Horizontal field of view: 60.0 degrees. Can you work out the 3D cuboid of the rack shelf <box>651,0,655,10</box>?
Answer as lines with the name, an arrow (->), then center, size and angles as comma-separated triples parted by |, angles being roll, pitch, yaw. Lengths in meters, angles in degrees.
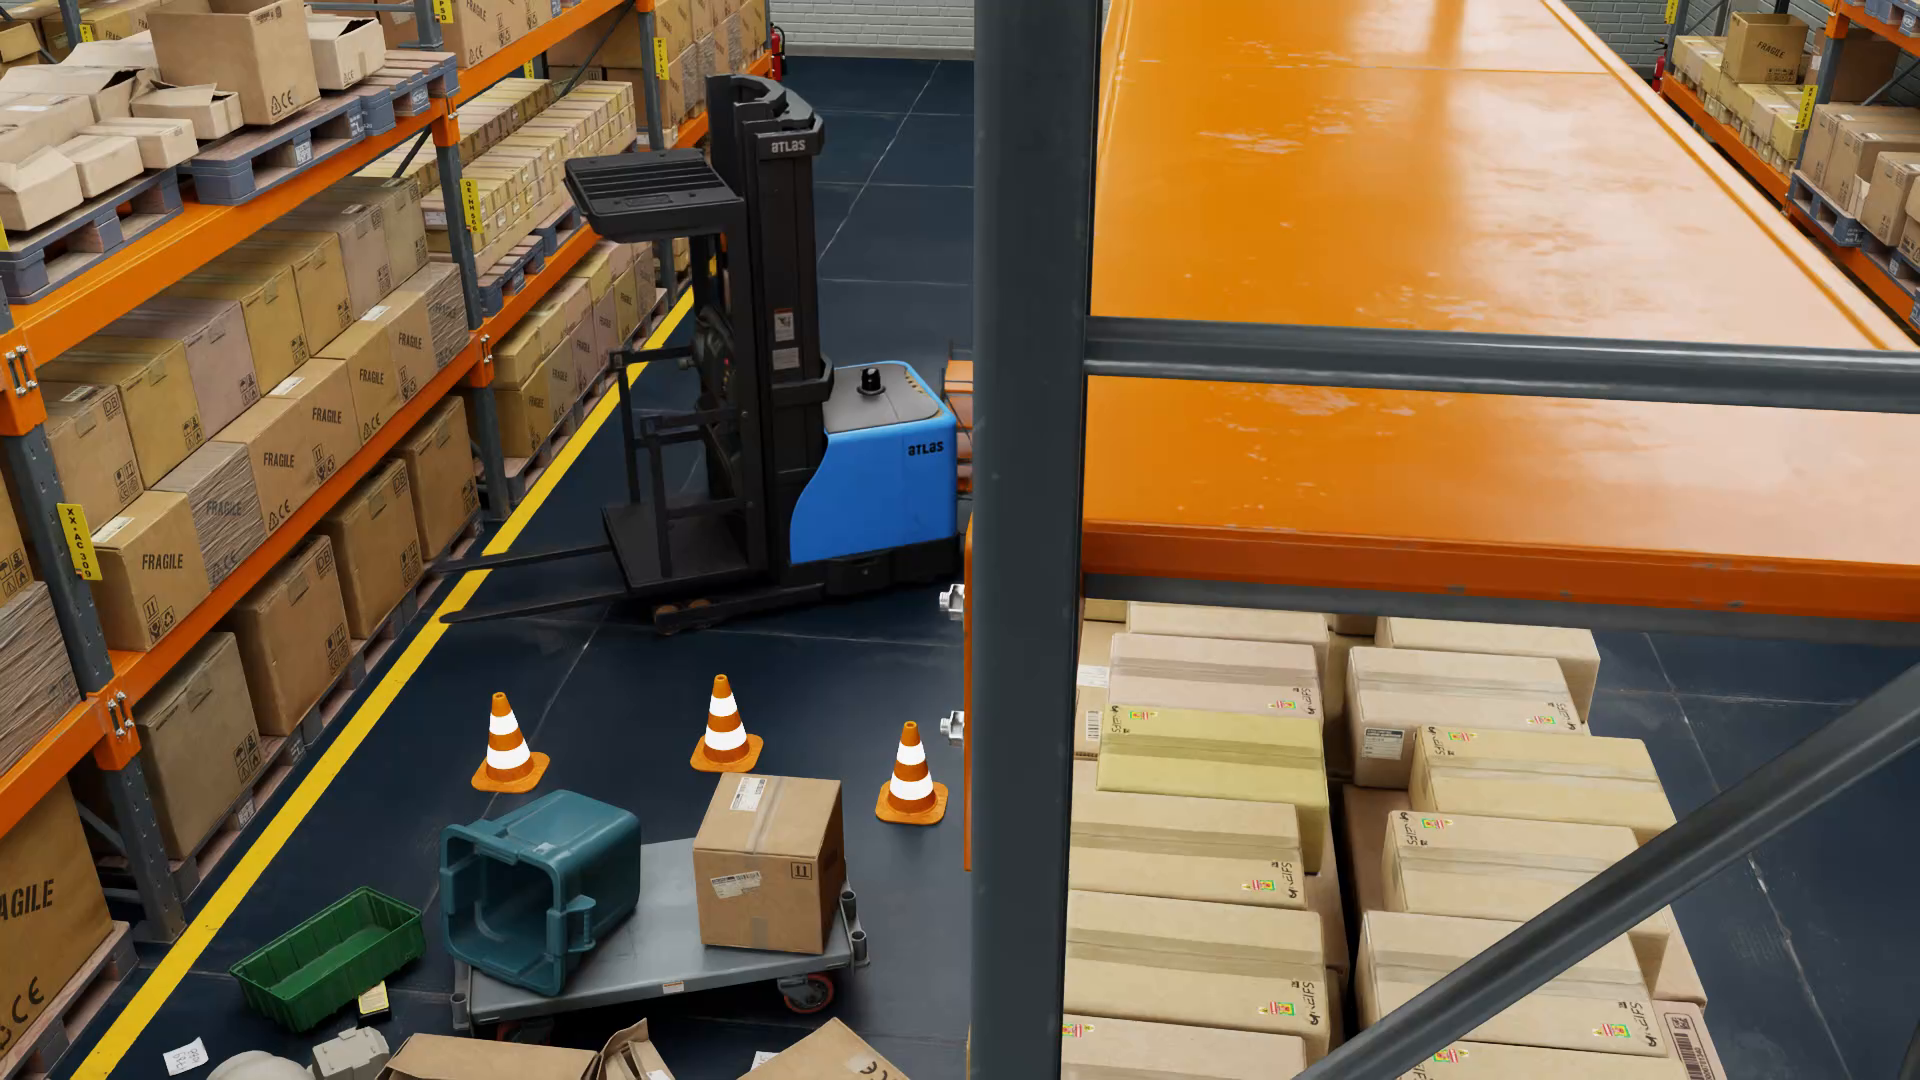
rack shelf -> -2.697, -5.318, 14.846 | 1.077, 0.370, 4.000 | 3, 28, 6

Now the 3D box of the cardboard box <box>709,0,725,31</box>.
cardboard box -> -2.439, -4.907, 15.015 | 0.500, 0.500, 0.500 | 2, 28, 4

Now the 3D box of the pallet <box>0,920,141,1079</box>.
pallet -> -4.093, 1.975, 6.654 | 1.003, 0.211, 1.213 | 3, 28, 6

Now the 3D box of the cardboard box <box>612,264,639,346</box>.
cardboard box -> -2.846, -1.852, 13.010 | 0.500, 0.500, 0.500 | 3, 28, 5

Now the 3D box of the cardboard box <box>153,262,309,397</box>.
cardboard box -> -3.680, -1.042, 8.155 | 0.700, 0.500, 0.500 | 3, 28, 6

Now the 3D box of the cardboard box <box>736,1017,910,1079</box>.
cardboard box -> -0.479, 2.158, 6.006 | 0.500, 0.500, 0.500 | -24, 36, -37

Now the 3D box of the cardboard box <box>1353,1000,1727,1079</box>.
cardboard box -> 0.839, 0.910, 2.373 | 0.500, 0.250, 0.500 | 3, 28, 5

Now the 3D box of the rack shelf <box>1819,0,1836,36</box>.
rack shelf -> 7.155, -4.791, 13.868 | 1.077, 0.370, 4.000 | 3, 28, 6

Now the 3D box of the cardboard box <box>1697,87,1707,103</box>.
cardboard box -> 7.013, -4.115, 15.283 | 0.380, 0.149, 0.250 | 4, 29, 8

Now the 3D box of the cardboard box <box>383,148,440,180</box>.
cardboard box -> -3.697, -2.563, 11.332 | 0.380, 0.149, 0.250 | 3, 28, 6

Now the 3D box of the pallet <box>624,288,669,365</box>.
pallet -> -3.036, -1.778, 13.620 | 1.003, 0.211, 1.213 | 3, 28, 6

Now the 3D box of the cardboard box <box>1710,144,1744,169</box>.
cardboard box -> 7.231, -3.532, 16.124 | 0.797, 0.503, 0.637 | 2, 28, 4

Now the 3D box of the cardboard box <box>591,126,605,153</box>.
cardboard box -> -2.888, -3.009, 12.473 | 0.380, 0.149, 0.250 | 2, 28, 5

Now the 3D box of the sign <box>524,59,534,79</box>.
sign -> -3.481, -3.781, 13.485 | 0.100, 0.325, 0.005 | 3, 28, 6

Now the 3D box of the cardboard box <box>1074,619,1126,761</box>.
cardboard box -> 0.430, 0.393, 3.331 | 0.500, 0.250, 0.500 | 4, 29, 8

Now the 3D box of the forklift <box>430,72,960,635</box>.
forklift -> -1.576, -1.030, 9.364 | 3.031, 2.935, 1.130 | -10, 30, -17

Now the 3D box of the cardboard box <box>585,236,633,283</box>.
cardboard box -> -2.858, -2.180, 12.829 | 0.500, 0.250, 0.500 | 5, 29, 9

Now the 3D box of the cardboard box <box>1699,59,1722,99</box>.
cardboard box -> 6.957, -4.119, 14.870 | 0.500, 0.250, 0.500 | 3, 28, 5

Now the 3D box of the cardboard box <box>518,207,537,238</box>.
cardboard box -> -3.080, -2.143, 11.179 | 0.380, 0.149, 0.250 | 5, 29, 9

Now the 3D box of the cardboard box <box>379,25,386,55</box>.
cardboard box -> -3.287, -2.641, 8.818 | 0.380, 0.166, 0.250 | 3, 28, 6

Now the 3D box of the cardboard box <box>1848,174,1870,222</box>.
cardboard box -> 6.359, -2.339, 11.421 | 0.396, 0.266, 0.258 | 5, 29, 9

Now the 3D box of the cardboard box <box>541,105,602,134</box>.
cardboard box -> -2.895, -3.137, 12.396 | 0.380, 0.149, 0.250 | 3, 28, 6

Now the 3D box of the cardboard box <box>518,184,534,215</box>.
cardboard box -> -3.082, -2.283, 11.125 | 0.380, 0.149, 0.250 | 3, 29, 6

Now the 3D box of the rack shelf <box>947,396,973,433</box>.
rack shelf -> 0.029, -0.746, 10.331 | 0.258, 0.148, 0.480 | 2, 28, 4

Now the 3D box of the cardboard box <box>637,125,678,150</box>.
cardboard box -> -2.582, -3.376, 13.911 | 0.380, 0.149, 0.250 | 4, 29, 8

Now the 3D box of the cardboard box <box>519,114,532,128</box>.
cardboard box -> -3.507, -3.175, 12.782 | 0.380, 0.149, 0.250 | 4, 29, 7

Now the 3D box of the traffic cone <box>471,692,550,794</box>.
traffic cone -> -2.259, 0.967, 8.260 | 0.336, 0.463, 0.334 | 3, 28, 6

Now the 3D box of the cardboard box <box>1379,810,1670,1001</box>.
cardboard box -> 0.866, 0.566, 2.590 | 0.380, 0.149, 0.250 | 3, 28, 6

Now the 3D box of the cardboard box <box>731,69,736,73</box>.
cardboard box -> -2.364, -4.497, 15.992 | 0.380, 0.149, 0.250 | 2, 28, 4

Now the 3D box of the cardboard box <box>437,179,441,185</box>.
cardboard box -> -3.699, -2.438, 11.414 | 0.380, 0.149, 0.250 | 3, 28, 6

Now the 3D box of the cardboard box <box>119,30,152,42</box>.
cardboard box -> -3.800, -2.409, 8.298 | 0.500, 0.250, 0.500 | 4, 29, 8

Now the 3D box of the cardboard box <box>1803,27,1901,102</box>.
cardboard box -> 7.357, -3.926, 13.721 | 0.500, 0.500, 0.500 | 3, 28, 5

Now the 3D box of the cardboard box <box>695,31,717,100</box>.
cardboard box -> -2.480, -4.234, 14.820 | 0.500, 0.500, 0.500 | 3, 28, 5

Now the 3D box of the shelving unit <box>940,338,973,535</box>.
shelving unit -> 0.029, -0.608, 10.406 | 0.258, 1.200, 0.503 | 2, 28, 4

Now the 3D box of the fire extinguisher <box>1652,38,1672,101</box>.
fire extinguisher -> 6.960, -4.626, 16.441 | 0.296, 0.674, 0.183 | 3, 28, 6

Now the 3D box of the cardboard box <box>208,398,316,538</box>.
cardboard box -> -3.465, -0.355, 7.934 | 0.500, 0.500, 0.500 | 3, 28, 6

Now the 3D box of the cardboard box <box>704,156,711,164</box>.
cardboard box -> -2.473, -3.573, 15.948 | 0.380, 0.149, 0.250 | 2, 28, 4

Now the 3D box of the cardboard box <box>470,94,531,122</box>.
cardboard box -> -3.509, -3.298, 12.695 | 0.380, 0.149, 0.250 | 4, 29, 7

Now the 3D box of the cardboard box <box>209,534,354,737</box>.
cardboard box -> -3.813, 0.448, 8.478 | 1.050, 0.750, 0.750 | 3, 28, 6

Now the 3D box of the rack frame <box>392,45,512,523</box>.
rack frame -> -3.432, -1.489, 10.144 | 1.000, 3.000, 0.127 | 3, 28, 6

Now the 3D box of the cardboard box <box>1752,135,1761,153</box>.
cardboard box -> 6.776, -3.269, 13.712 | 0.380, 0.149, 0.250 | 4, 29, 8

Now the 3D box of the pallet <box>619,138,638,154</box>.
pallet -> -3.180, -2.936, 13.032 | 1.003, 0.211, 1.213 | 3, 28, 6

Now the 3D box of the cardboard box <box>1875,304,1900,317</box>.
cardboard box -> 6.537, -1.560, 11.785 | 0.380, 0.149, 0.250 | 3, 28, 6

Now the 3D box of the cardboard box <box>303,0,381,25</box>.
cardboard box -> -3.614, -3.138, 9.935 | 0.500, 0.500, 0.500 | 3, 28, 6

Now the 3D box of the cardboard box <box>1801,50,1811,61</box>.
cardboard box -> 7.543, -4.319, 15.240 | 0.500, 0.250, 0.500 | 3, 29, 6

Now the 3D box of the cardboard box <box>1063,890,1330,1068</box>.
cardboard box -> 0.331, 0.660, 2.416 | 0.380, 0.149, 0.250 | 4, 29, 7

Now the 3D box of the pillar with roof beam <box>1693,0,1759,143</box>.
pillar with roof beam -> 4.353, -8.836, 17.456 | 9.100, 9.000, 0.400 | 3, 28, 6

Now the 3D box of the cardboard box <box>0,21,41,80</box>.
cardboard box -> -7.922, -3.893, 13.442 | 0.797, 0.503, 0.637 | 3, 28, 5

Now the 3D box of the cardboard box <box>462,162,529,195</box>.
cardboard box -> -3.085, -2.398, 11.026 | 0.380, 0.149, 0.250 | 2, 28, 4

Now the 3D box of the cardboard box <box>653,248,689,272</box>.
cardboard box -> -2.578, -2.455, 14.499 | 0.380, 0.149, 0.250 | 2, 28, 4

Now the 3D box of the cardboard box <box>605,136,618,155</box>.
cardboard box -> -2.858, -3.009, 12.786 | 0.380, 0.149, 0.250 | 3, 28, 6

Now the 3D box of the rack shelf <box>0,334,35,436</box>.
rack shelf -> -4.167, 0.331, 4.361 | 1.077, 0.370, 4.000 | 3, 28, 6
